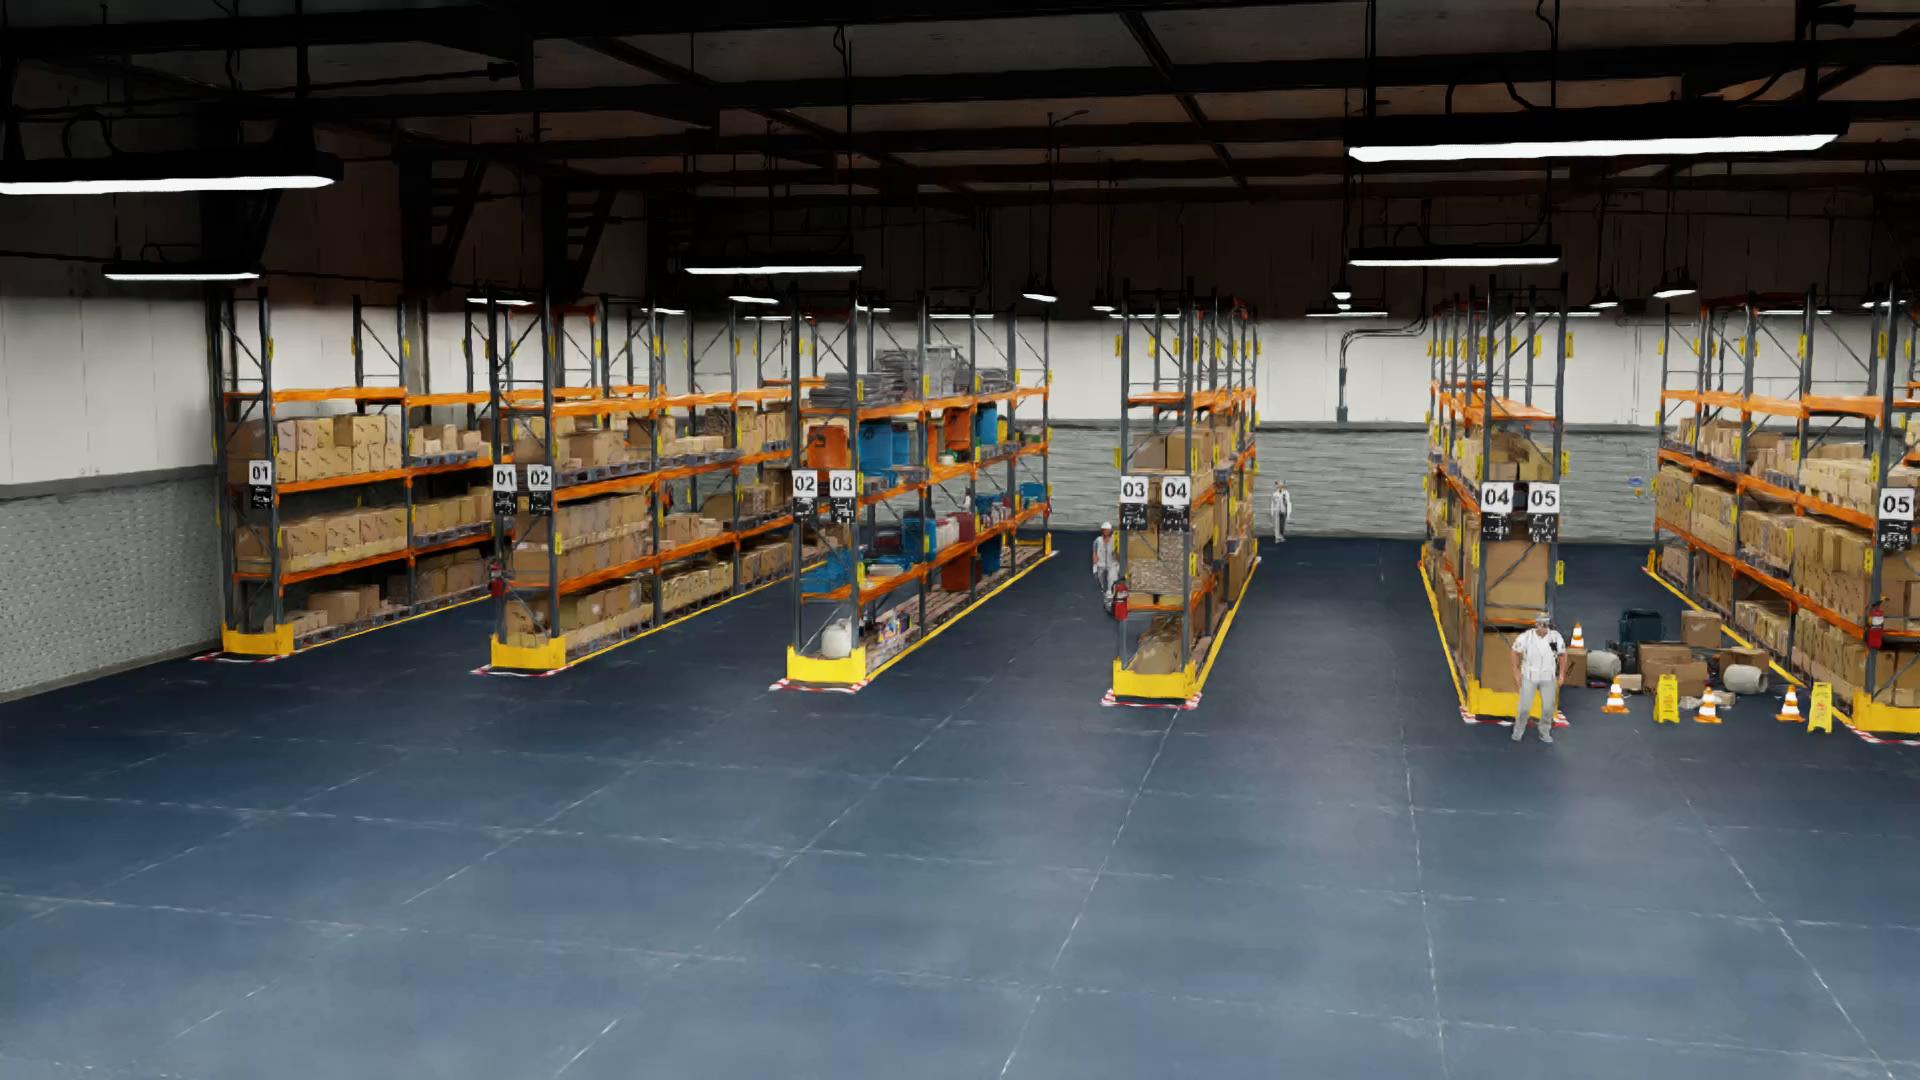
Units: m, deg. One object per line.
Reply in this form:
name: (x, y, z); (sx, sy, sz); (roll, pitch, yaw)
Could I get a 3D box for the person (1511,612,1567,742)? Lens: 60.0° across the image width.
person: (7.360, 1.731, 21.166); (0.682, 1.715, 0.542); (1, 7, 12)

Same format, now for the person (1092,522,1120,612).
person: (2.798, 0.492, 31.786); (0.553, 1.706, 1.123); (2, 7, 15)

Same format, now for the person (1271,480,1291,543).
person: (8.304, -0.750, 42.996); (0.502, 1.624, 0.997); (1, 7, 12)

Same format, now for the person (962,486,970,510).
person: (0.202, -0.472, 40.290); (0.493, 1.675, 0.647); (1, 7, 8)
